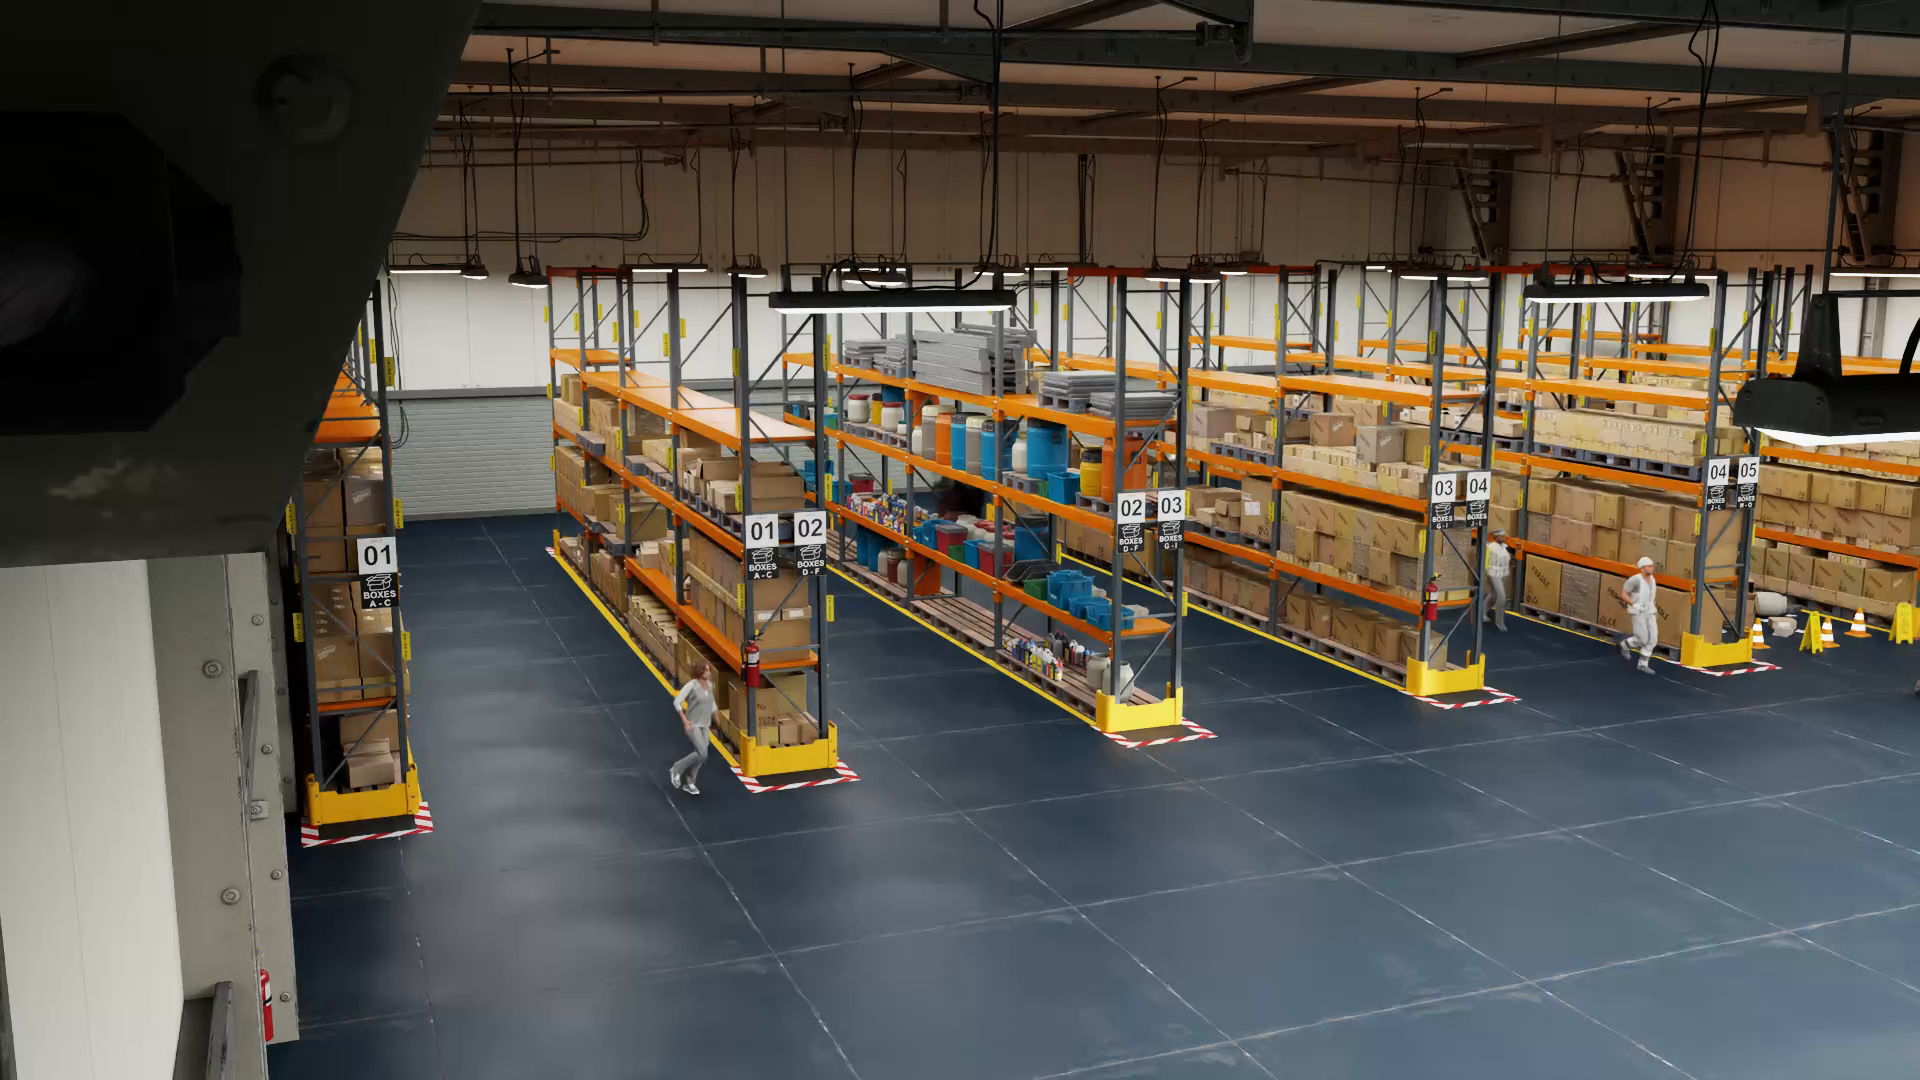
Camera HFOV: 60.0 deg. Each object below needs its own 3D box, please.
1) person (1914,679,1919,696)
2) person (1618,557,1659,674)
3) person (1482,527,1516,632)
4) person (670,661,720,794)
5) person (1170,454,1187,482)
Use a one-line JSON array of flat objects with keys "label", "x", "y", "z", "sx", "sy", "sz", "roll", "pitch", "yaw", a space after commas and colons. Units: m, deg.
[{"label": "person", "x": 13.946, "y": 1.431, "z": 23.499, "sx": 0.683, "sy": 1.703, "sz": 0.633, "roll": 2, "pitch": 10, "yaw": 13}, {"label": "person", "x": 10.322, "y": 1.119, "z": 25.241, "sx": 0.696, "sy": 1.758, "sz": 0.662, "roll": -4, "pitch": 11, "yaw": -22}, {"label": "person", "x": 9.050, "y": 0.644, "z": 28.073, "sx": 0.547, "sy": 1.756, "sz": 0.777, "roll": -7, "pitch": 12, "yaw": -34}, {"label": "person", "x": -3.088, "y": 2.197, "z": 19.627, "sx": 0.506, "sy": 1.544, "sz": 0.594, "roll": 6, "pitch": 12, "yaw": 31}, {"label": "person", "x": 4.915, "y": -1.094, "z": 37.951, "sx": 0.652, "sy": 1.734, "sz": 0.572, "roll": -4, "pitch": 11, "yaw": -23}]
